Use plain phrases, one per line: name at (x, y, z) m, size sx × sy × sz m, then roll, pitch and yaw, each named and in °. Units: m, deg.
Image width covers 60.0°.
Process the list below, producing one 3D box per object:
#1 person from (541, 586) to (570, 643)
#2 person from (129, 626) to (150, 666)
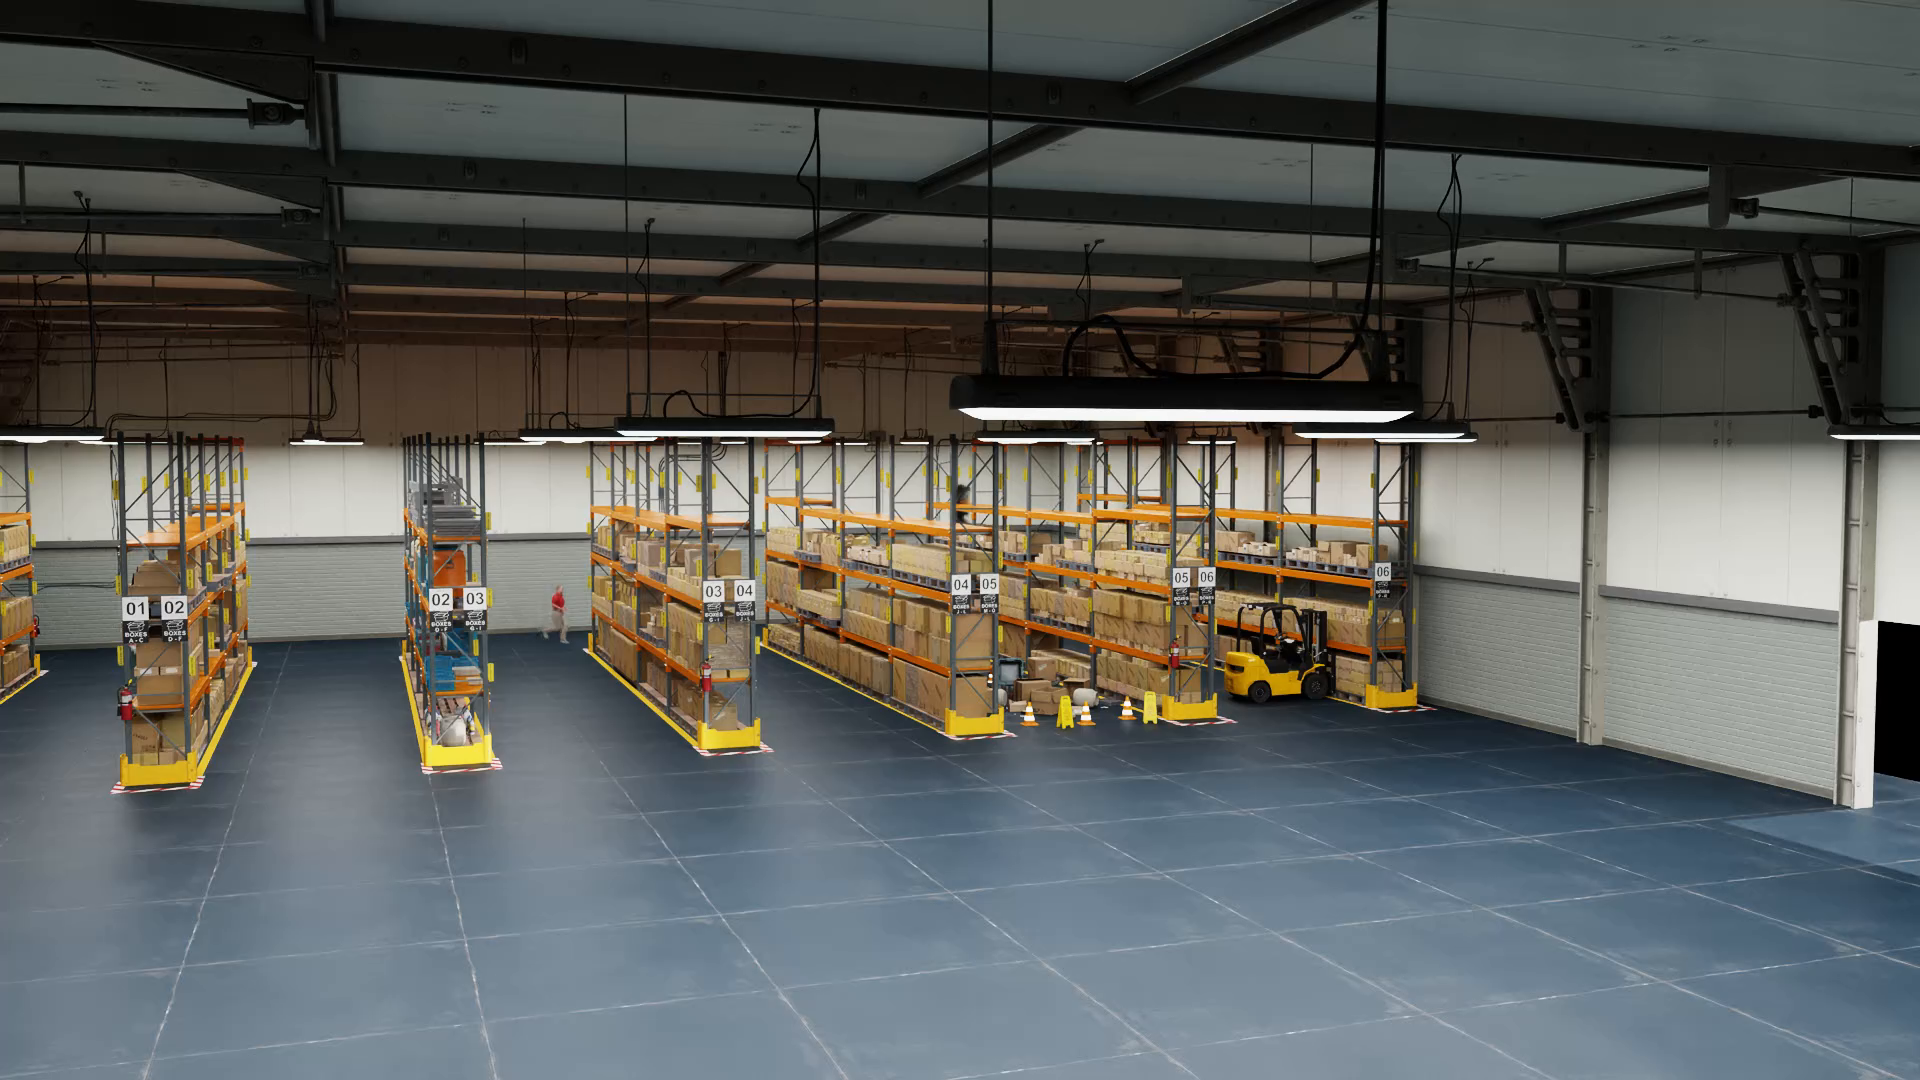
person at (-11.865, 2.195, 48.841) m, size 0.849 × 1.723 × 0.683 m, roll 0°, pitch 3°, yaw 5°
person at (-19.797, 2.641, 40.207) m, size 0.658 × 1.707 × 0.764 m, roll -2°, pitch 4°, yaw -36°
